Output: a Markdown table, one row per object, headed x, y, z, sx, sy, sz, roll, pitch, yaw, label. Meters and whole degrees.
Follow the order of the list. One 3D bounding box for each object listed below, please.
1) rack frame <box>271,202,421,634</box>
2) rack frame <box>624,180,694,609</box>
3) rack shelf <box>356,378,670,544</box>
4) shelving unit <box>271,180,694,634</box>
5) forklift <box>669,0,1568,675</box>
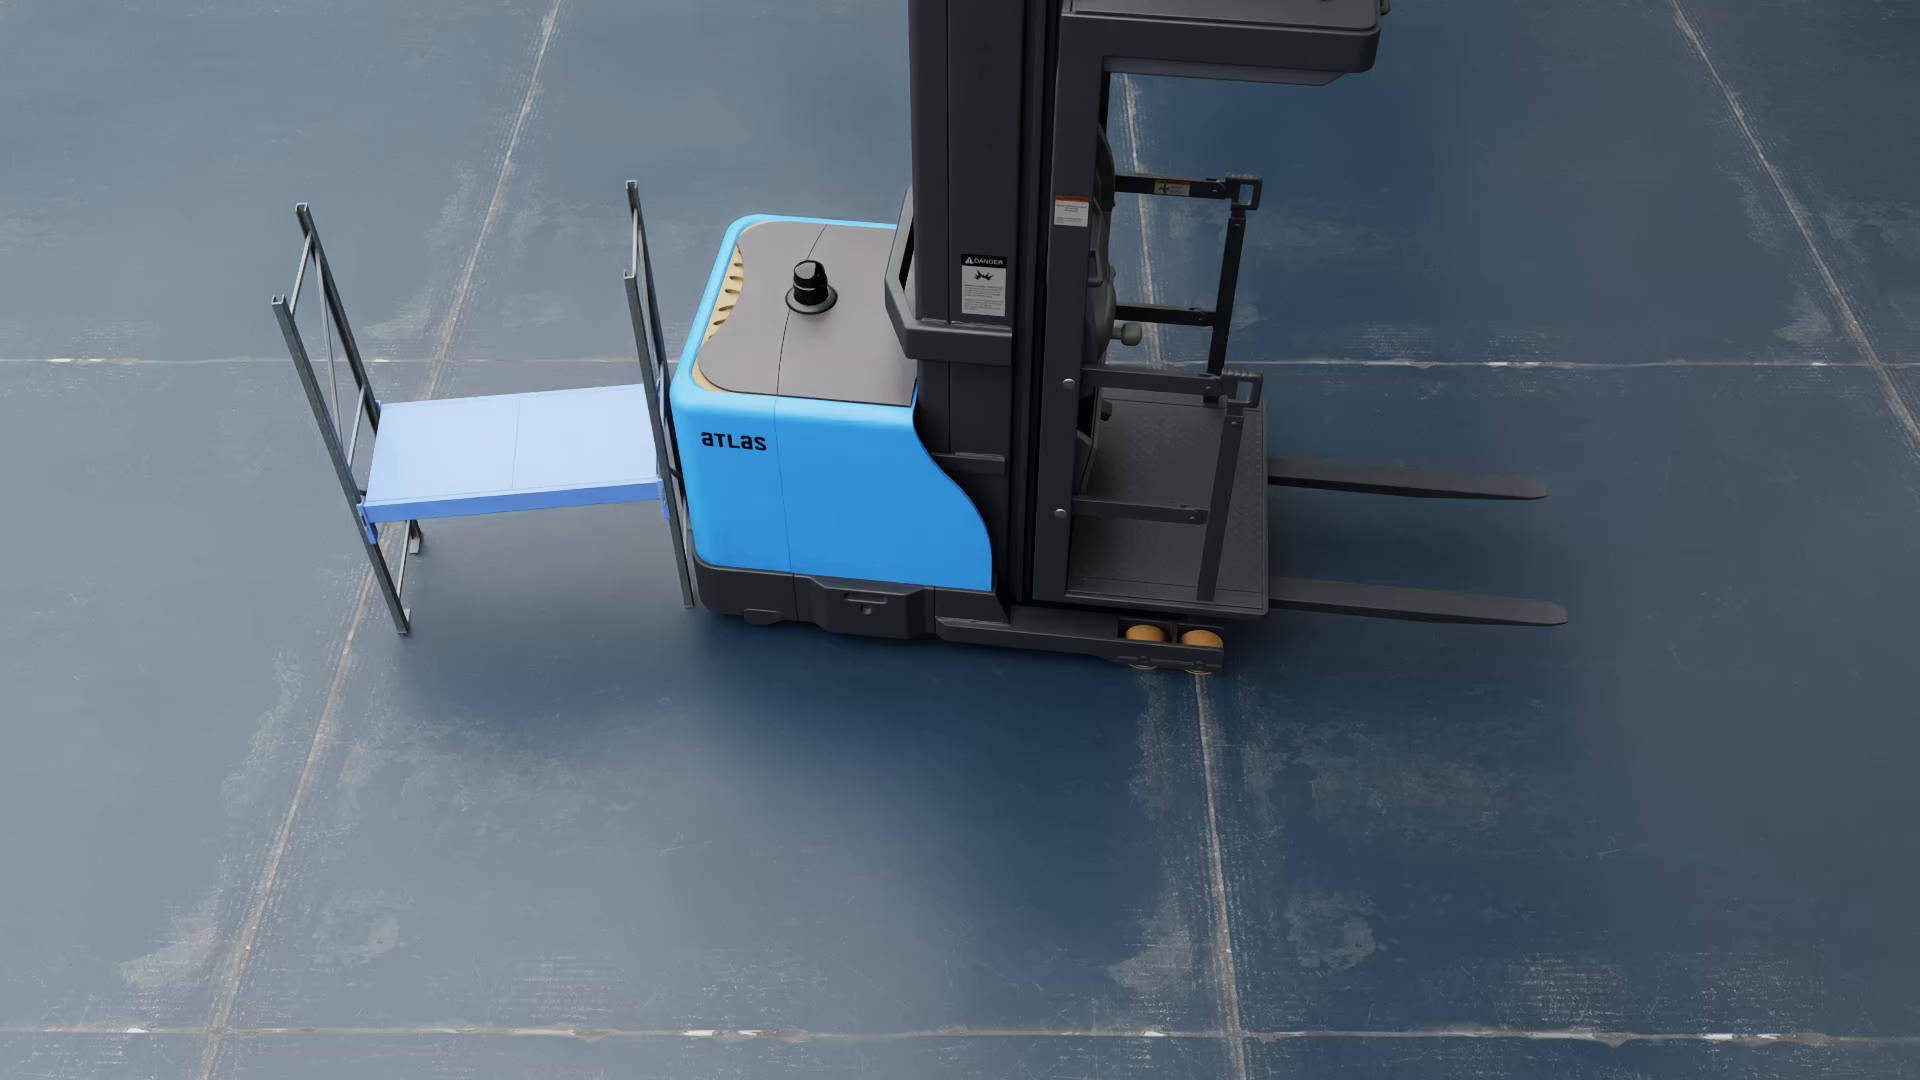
| x | y | z | sx | sy | sz | roll | pitch | yaw | label |
| --- | --- | --- | --- | --- | --- | --- | --- | --- | --- |
| -2.019 | -0.358 | 5.558 | 0.032 | 1.500 | 0.500 | -5 | 47 | -5 | rack frame |
| -1.010 | -0.446 | 5.640 | 0.032 | 1.500 | 0.500 | -5 | 47 | -5 | rack frame |
| -1.514 | -0.279 | 5.731 | 1.000 | 0.185 | 0.538 | -5 | 47 | -5 | rack shelf |
| -1.514 | -0.402 | 5.599 | 1.048 | 1.500 | 0.538 | -5 | 47 | -5 | shelving unit |
| 0.618 | -0.943 | 5.125 | 3.031 | 2.935 | 1.130 | 5 | 47 | 5 | forklift |
